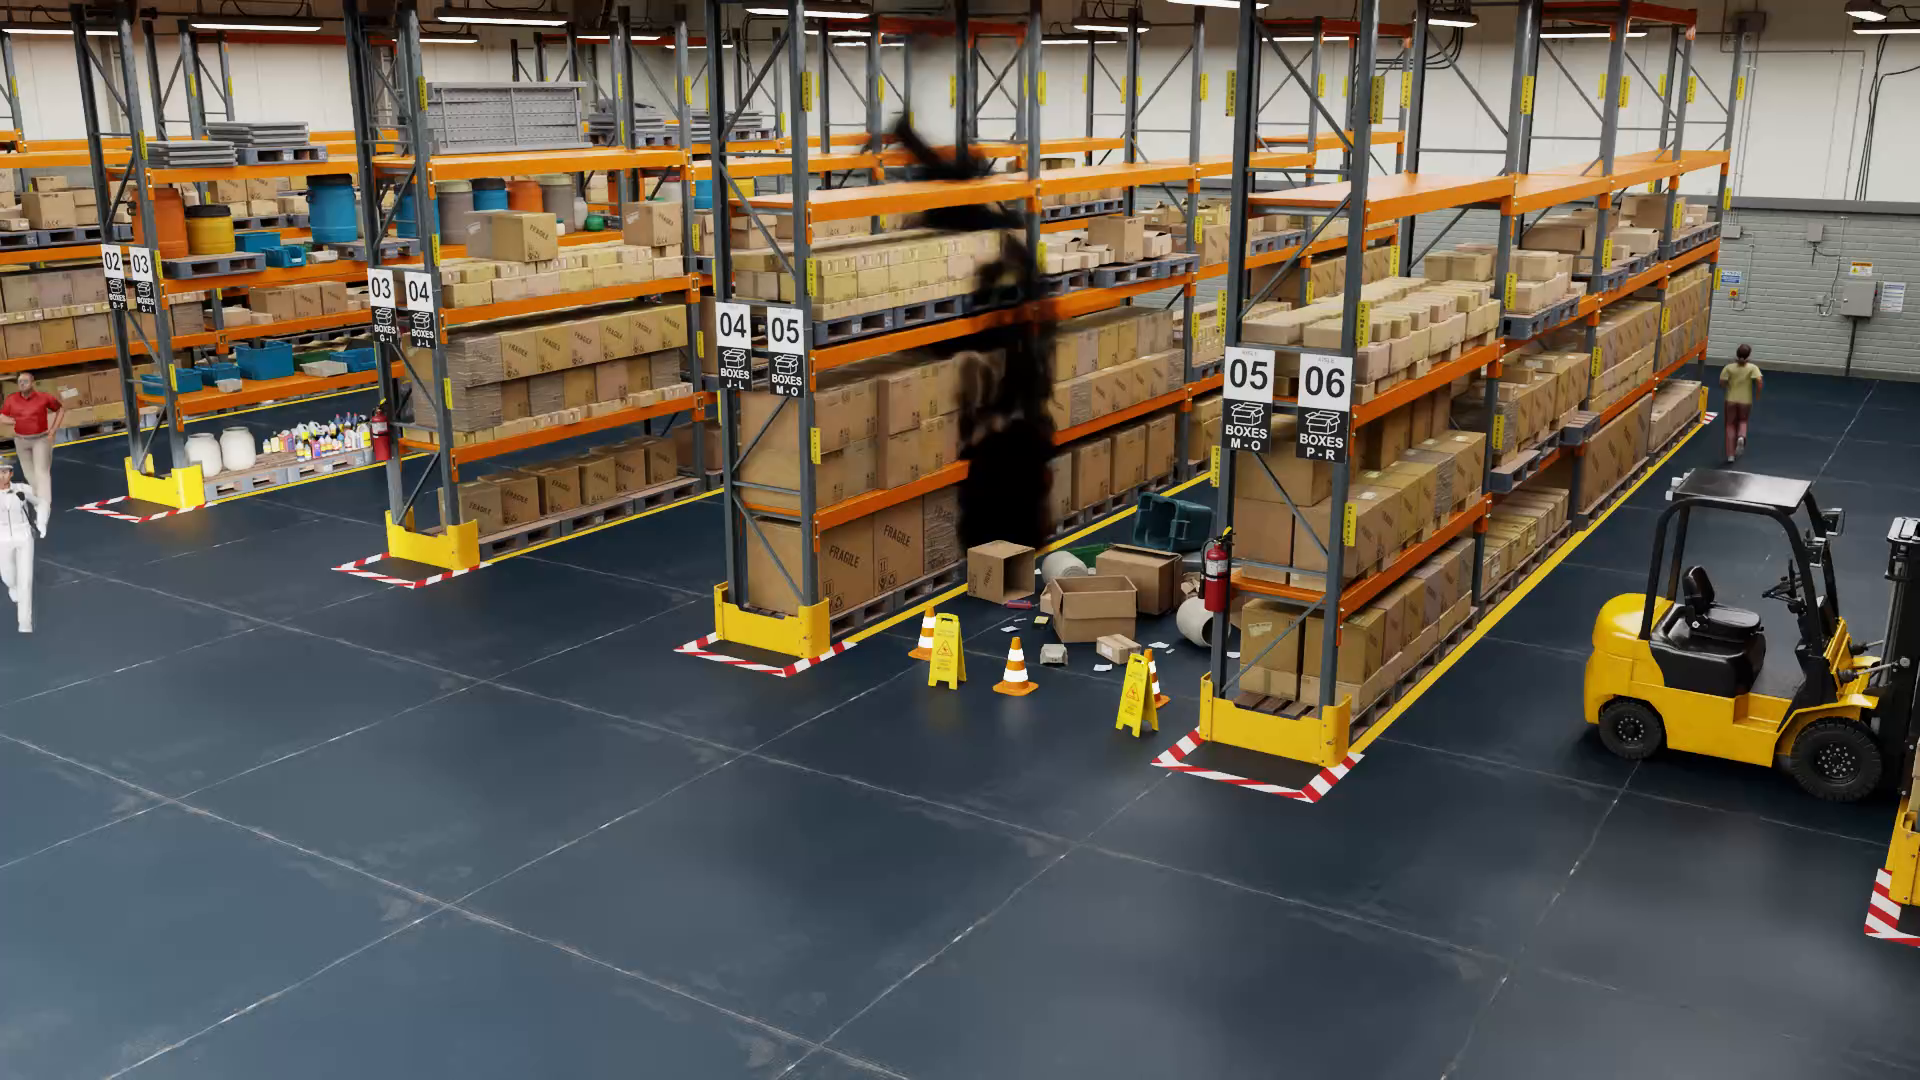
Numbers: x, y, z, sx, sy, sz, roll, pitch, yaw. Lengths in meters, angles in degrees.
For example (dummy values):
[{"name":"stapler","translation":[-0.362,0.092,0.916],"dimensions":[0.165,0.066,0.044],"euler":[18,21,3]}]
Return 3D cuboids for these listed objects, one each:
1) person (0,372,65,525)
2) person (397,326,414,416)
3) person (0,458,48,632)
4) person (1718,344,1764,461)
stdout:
[{"name":"person","translation":[-11.181,-1.132,20.045],"dimensions":[0.661,1.777,0.803],"euler":[-2,16,-5]},{"name":"person","translation":[-8.700,-2.691,25.506],"dimensions":[0.659,1.791,0.967],"euler":[8,17,26]},{"name":"person","translation":[-9.131,0.006,16.072],"dimensions":[0.630,1.656,0.949],"euler":[-8,17,-26]},{"name":"person","translation":[10.798,-1.913,23.062],"dimensions":[0.573,1.630,0.537],"euler":[7,17,24]}]
